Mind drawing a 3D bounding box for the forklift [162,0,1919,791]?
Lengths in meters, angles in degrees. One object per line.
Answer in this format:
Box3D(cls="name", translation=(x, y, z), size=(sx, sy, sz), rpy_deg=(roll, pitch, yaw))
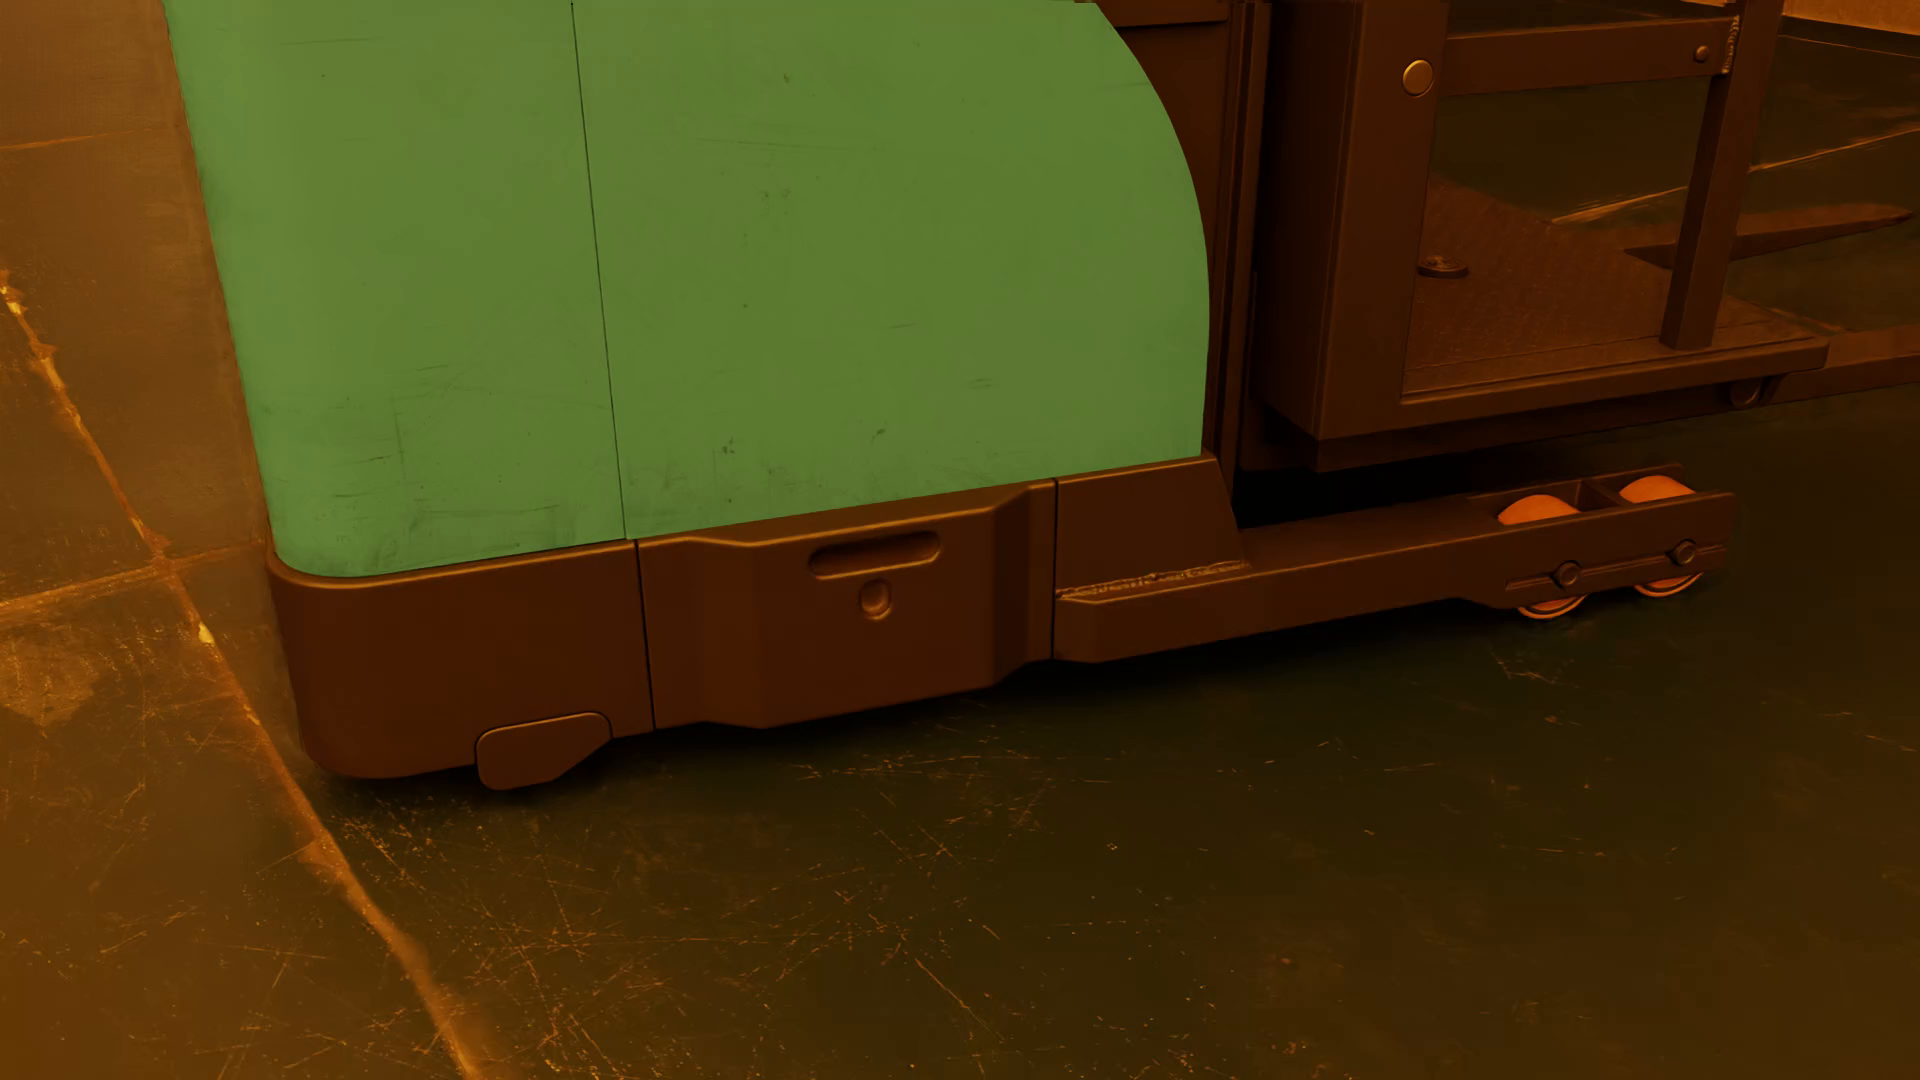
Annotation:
Box3D(cls="forklift", translation=(0.551, -1.416, 2.054), size=(3.031, 2.935, 1.130), rpy_deg=(-9, 28, -17))
